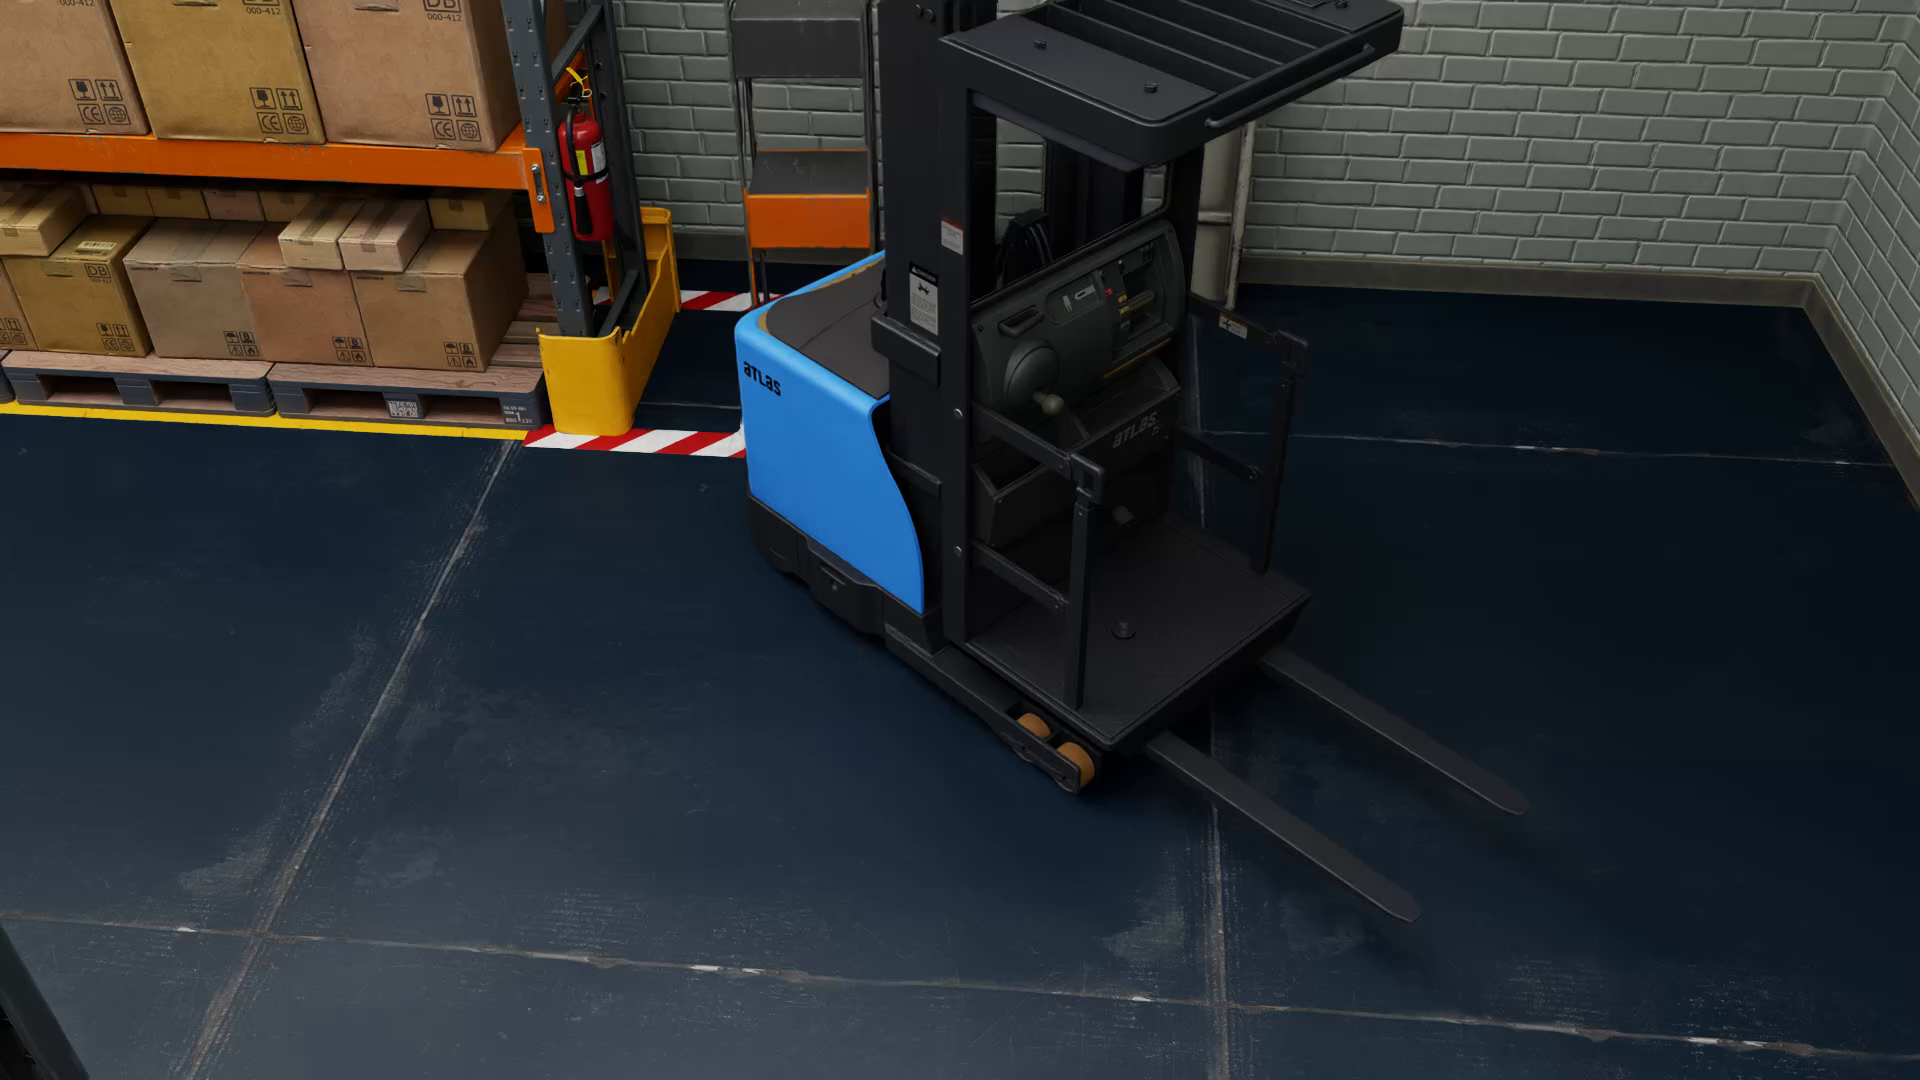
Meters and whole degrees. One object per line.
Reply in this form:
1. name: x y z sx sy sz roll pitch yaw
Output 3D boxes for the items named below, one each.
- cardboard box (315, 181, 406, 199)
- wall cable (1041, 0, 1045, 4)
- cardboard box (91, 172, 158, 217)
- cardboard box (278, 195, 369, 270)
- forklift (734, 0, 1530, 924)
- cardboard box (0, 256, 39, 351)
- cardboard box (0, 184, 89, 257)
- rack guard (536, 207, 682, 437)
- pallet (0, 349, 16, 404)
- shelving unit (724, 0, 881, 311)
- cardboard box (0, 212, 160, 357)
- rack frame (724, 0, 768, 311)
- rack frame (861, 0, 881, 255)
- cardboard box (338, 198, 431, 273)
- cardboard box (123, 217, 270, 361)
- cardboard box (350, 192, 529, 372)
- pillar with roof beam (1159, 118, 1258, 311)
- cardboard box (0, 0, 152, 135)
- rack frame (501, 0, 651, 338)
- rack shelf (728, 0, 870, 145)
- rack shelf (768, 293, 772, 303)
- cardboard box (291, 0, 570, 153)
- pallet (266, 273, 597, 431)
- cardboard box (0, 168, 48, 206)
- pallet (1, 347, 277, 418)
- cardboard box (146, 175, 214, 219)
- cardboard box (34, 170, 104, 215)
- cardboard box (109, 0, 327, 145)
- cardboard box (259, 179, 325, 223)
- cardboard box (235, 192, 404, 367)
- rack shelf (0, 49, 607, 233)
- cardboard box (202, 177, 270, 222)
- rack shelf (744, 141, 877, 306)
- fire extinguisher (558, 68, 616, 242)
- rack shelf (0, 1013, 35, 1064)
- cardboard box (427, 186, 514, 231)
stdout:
1. cardboard box: -2.674 -1.560 7.424 0.250 0.149 0.380 3 39 4
2. wall cable: -0.248 -2.913 7.147 1.851 1.984 0.084 3 39 4
3. cardboard box: -3.685 -1.615 7.491 0.250 0.149 0.380 2 39 3
4. cardboard box: -2.710 -1.319 7.128 0.250 0.149 0.380 4 39 5
5. forklift: 0.545 -0.648 5.225 1.130 2.935 3.031 -31 49 -33
6. cardboard box: -4.354 -1.270 7.582 0.500 0.500 0.700 3 39 3
7. cardboard box: -4.009 -1.389 7.214 0.250 0.149 0.380 2 39 3
8. rack guard: -1.582 -1.023 7.610 0.348 0.500 1.175 3 39 4
9. pallet: -4.840 -1.039 7.859 1.213 0.211 1.003 3 39 4
10. shelving unit: -0.585 -1.279 6.658 0.503 2.100 0.431 0 39 0
11. cardboard box: -3.843 -1.241 7.546 0.500 0.500 0.700 4 39 5
12. rack frame: -0.829 -1.279 6.658 0.015 2.100 0.400 0 39 0
13. rack frame: -0.341 -1.280 6.658 0.015 2.100 0.400 0 39 0
14. cardboard box: -2.455 -1.306 7.112 0.250 0.149 0.380 3 39 3
15. cardboard box: -3.311 -1.216 7.515 0.500 0.500 0.700 2 39 2
16. cardboard box: -2.311 -1.162 7.449 0.500 0.500 0.700 3 39 4
17. pillar with roof beam: 0.788 -2.009 2.090 0.400 9.000 9.100 3 39 4
18. cardboard box: -3.599 -2.211 6.853 0.700 0.700 0.980 1 39 2
19. rack frame: -1.605 -1.993 6.823 0.127 3.000 1.000 3 39 4
20. rack shelf: -0.586 -1.812 6.225 0.480 0.518 0.431 0 39 0
21. rack shelf: -0.584 -0.726 7.108 0.480 0.518 0.431 0 39 0
22. cardboard box: -2.114 -2.131 6.755 0.700 0.700 0.980 5 39 6
23. pallet: -2.409 -0.906 7.696 1.213 0.211 1.003 3 39 4
24. cardboard box: -4.194 -1.642 7.525 0.250 0.149 0.380 2 39 2
25. pallet: -3.621 -0.974 7.780 1.213 0.211 1.003 3 39 4
26. cardboard box: -3.433 -1.600 7.474 0.250 0.149 0.380 4 39 4
27. cardboard box: -3.942 -1.628 7.508 0.250 0.149 0.380 4 39 4
28. cardboard box: -2.840 -2.164 6.795 0.700 0.700 0.980 3 39 3
29. cardboard box: -2.924 -1.574 7.441 0.250 0.149 0.380 3 39 4
30. cardboard box: -2.810 -1.189 7.482 0.500 0.500 0.700 3 39 4
31. rack shelf: -3.598 -1.823 7.184 4.000 0.370 1.077 3 39 4
32. cardboard box: -3.177 -1.587 7.457 0.250 0.149 0.380 4 39 4
33. rack shelf: -0.585 -1.269 6.667 0.480 0.518 0.431 0 39 0
34. fire extinguisher: -1.495 -1.520 6.598 0.183 0.674 0.296 3 39 4
35. rack shelf: -4.022 1.292 3.356 4.000 0.370 1.077 3 39 4
36. cardboard box: -2.170 -1.533 7.390 0.250 0.149 0.380 3 39 4
